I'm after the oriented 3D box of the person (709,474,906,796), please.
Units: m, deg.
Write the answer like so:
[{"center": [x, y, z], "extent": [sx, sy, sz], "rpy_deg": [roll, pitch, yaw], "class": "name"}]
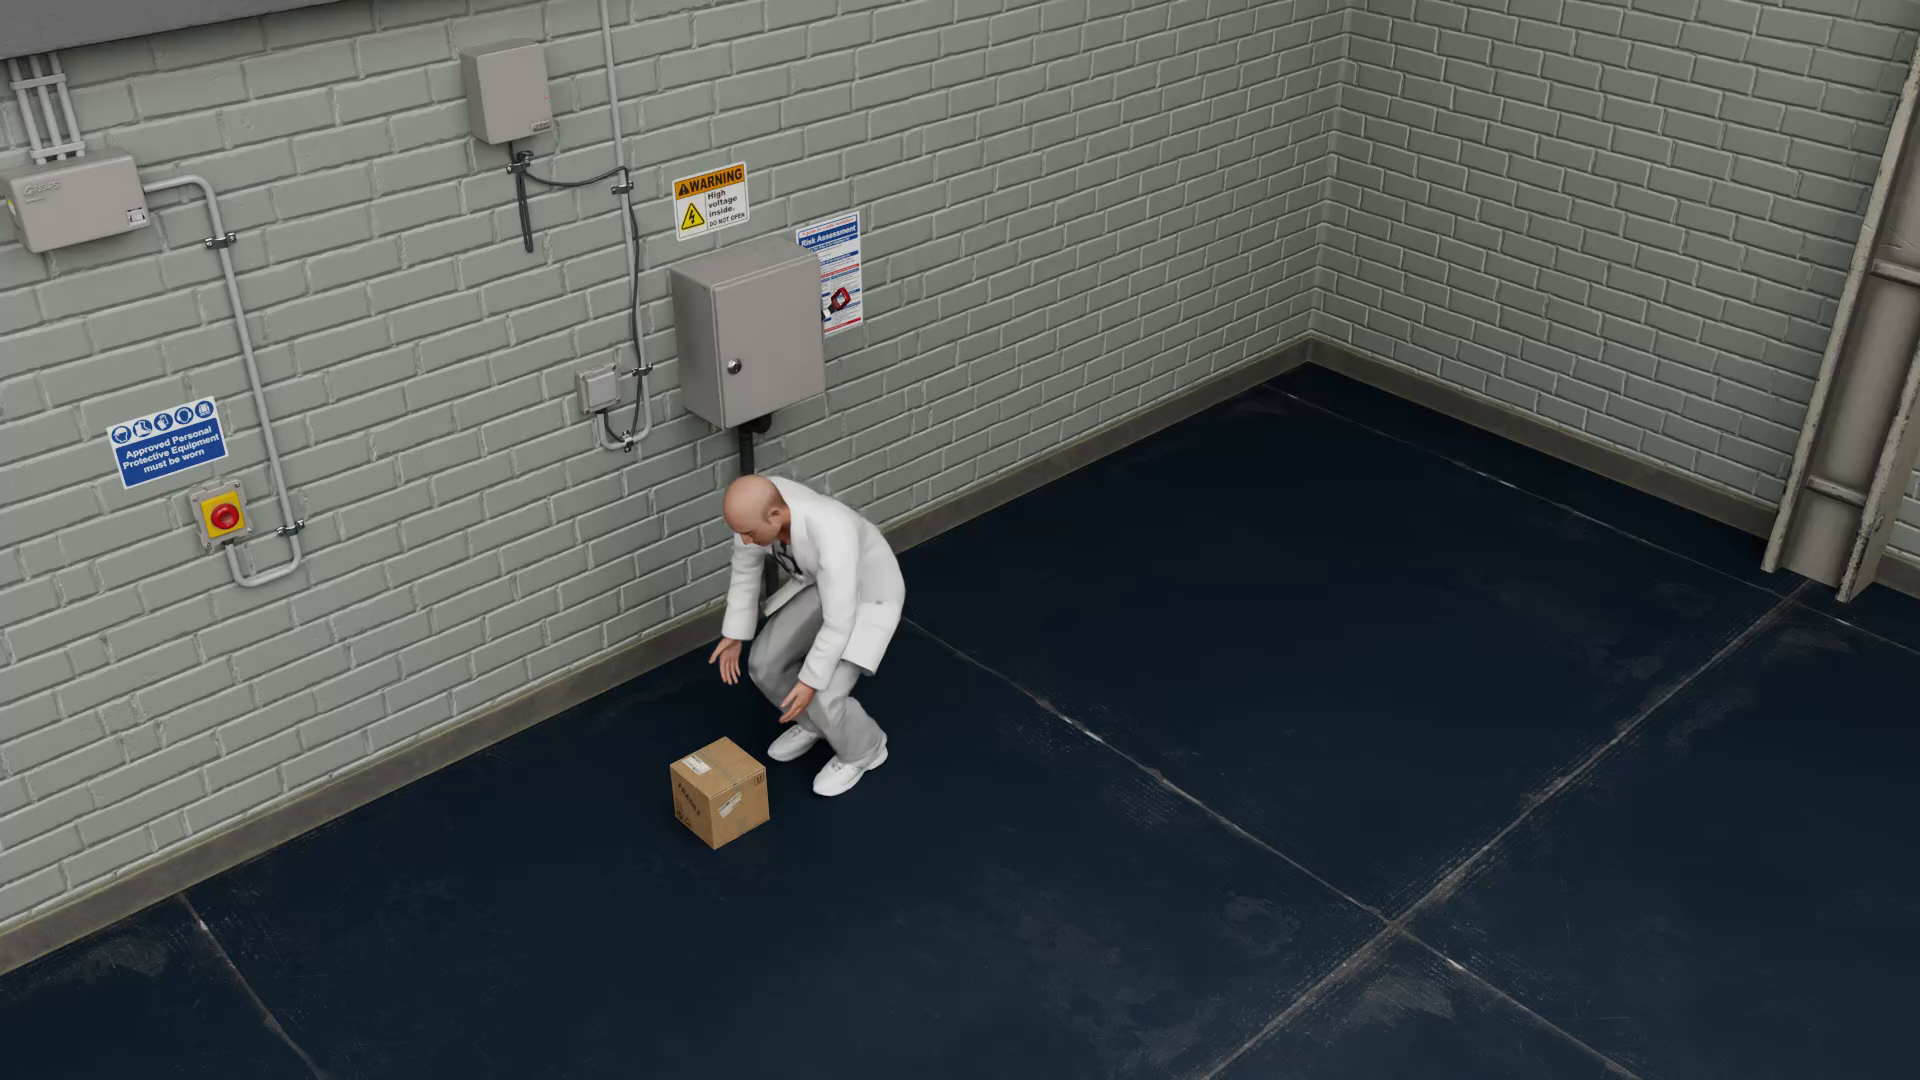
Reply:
[{"center": [-0.518, 0.296, 6.049], "extent": [0.726, 1.380, 0.633], "rpy_deg": [-26, 40, -35], "class": "person"}]
